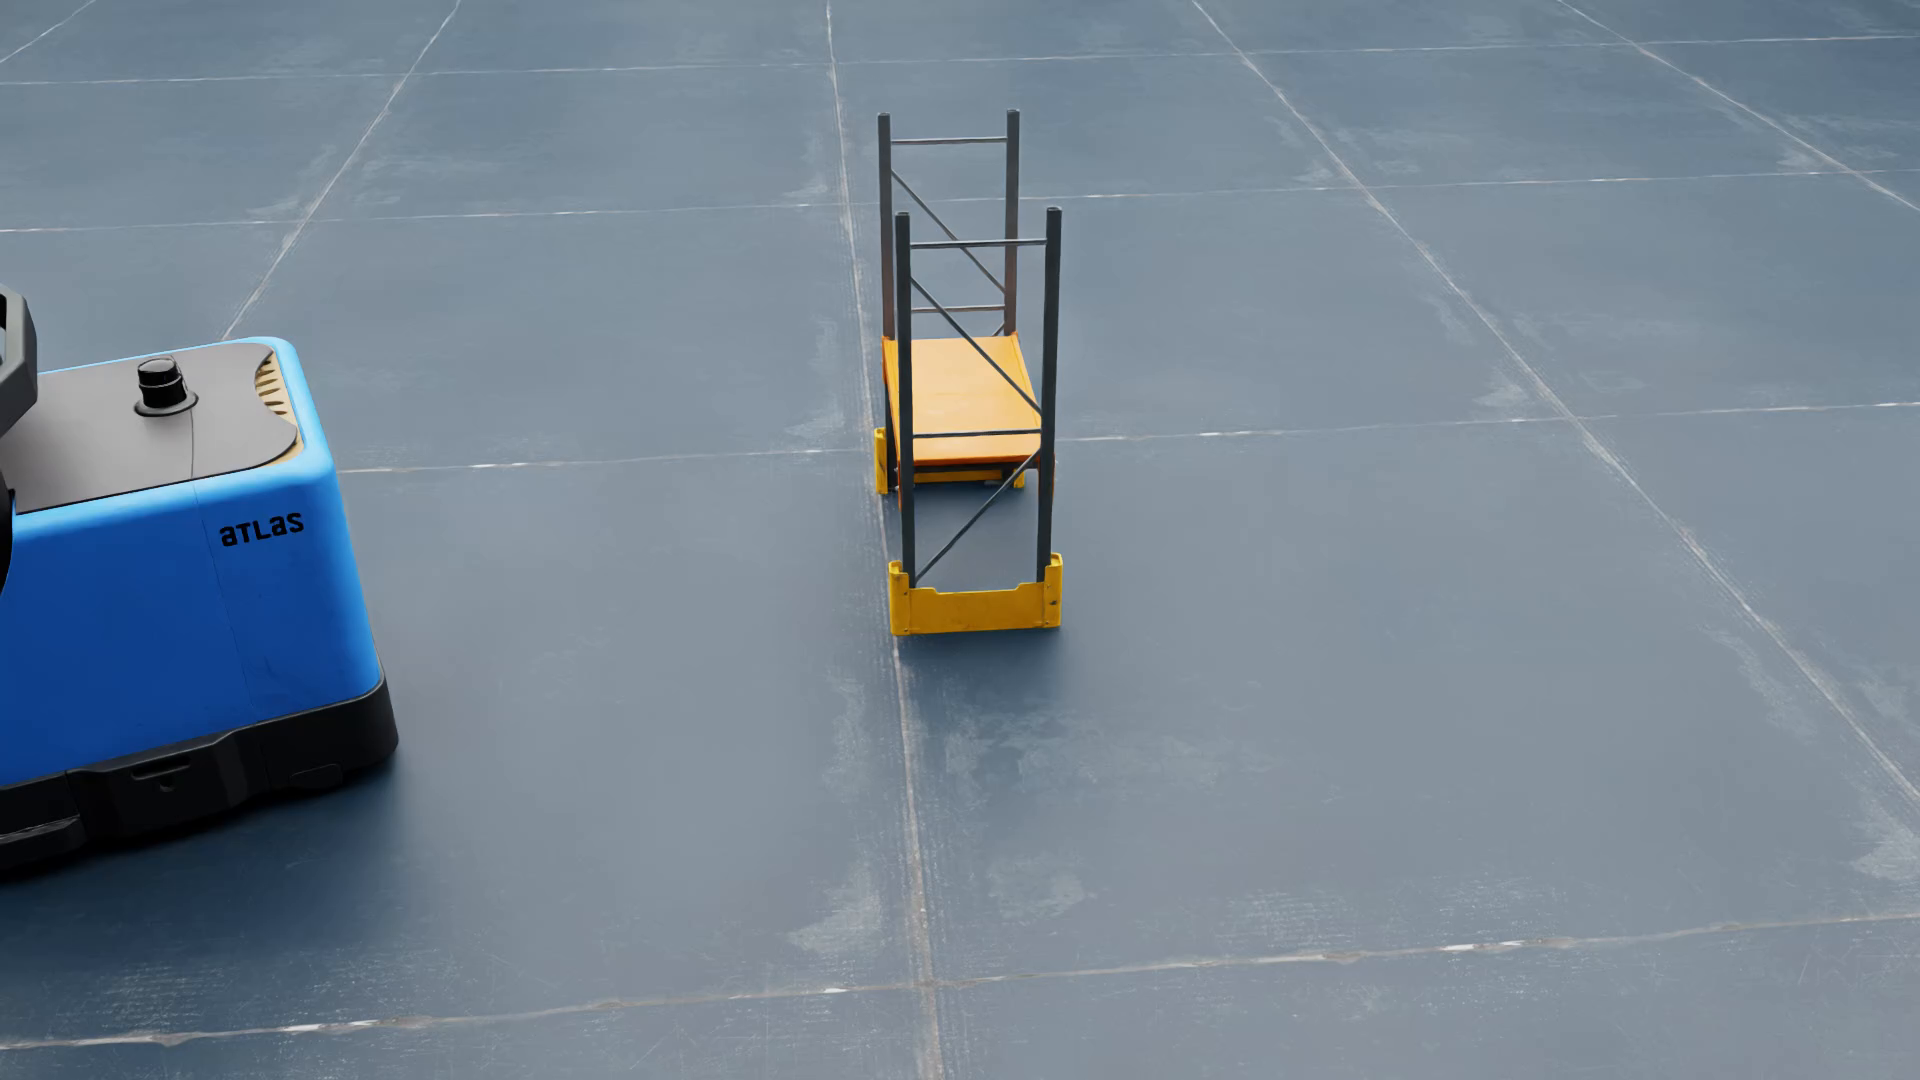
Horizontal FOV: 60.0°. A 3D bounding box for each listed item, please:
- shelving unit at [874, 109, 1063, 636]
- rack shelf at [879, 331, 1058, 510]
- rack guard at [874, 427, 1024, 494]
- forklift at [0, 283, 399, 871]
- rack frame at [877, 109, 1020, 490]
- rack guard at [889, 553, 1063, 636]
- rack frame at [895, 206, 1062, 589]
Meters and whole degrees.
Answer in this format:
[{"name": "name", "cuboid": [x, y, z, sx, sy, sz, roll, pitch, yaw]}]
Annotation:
[{"name": "shelving unit", "cuboid": [0.007, -0.605, 5.800, 0.587, 1.500, 1.083, -3, 31, -5]}, {"name": "rack shelf", "cuboid": [0.008, -0.446, 5.885, 0.538, 0.185, 1.000, -3, 31, -5]}, {"name": "rack guard", "cuboid": [-0.039, -0.323, 6.546, 0.587, 0.250, 0.087, -3, 31, -5]}, {"name": "forklift", "cuboid": [-3.269, -0.448, 4.142, 3.031, 2.935, 1.130, -14, 34, -22]}, {"name": "rack frame", "cuboid": [-0.040, -0.860, 6.227, 0.500, 1.500, 0.032, -3, 31, -5]}, {"name": "rack guard", "cuboid": [0.054, 0.186, 5.695, 0.587, 0.250, 0.087, -3, 31, -5]}, {"name": "rack frame", "cuboid": [0.055, -0.341, 5.358, 0.500, 1.500, 0.032, -3, 31, -5]}]
